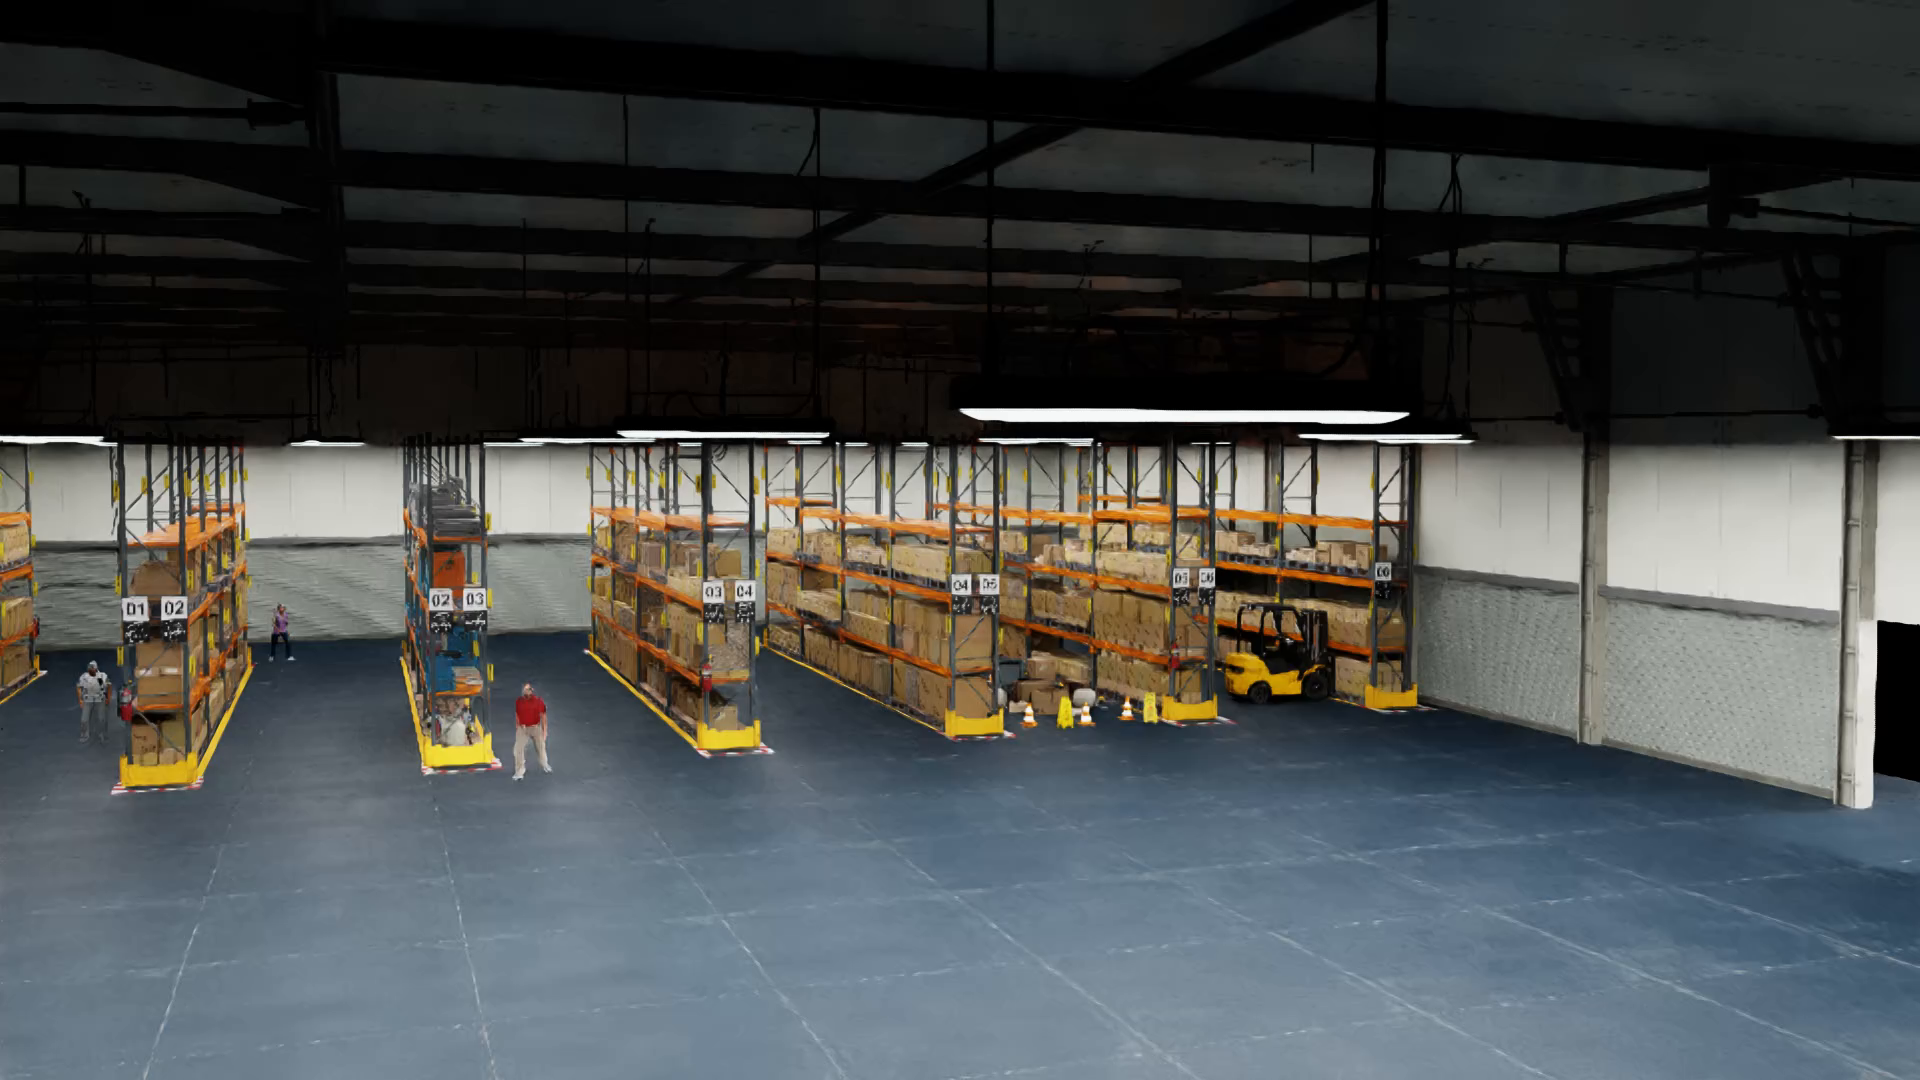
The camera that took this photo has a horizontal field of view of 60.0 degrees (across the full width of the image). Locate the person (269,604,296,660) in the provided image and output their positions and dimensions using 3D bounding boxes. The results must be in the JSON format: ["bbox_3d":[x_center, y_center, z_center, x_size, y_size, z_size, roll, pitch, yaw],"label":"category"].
[{"bbox_3d":[-18.271,2.469,44.717,0.561,1.528,0.777,-3,4,-39],"label":"person"}]

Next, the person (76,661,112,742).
[{"bbox_3d":[-16.817,3.135,32.297,0.625,1.611,0.582,-1,3,-22],"label":"person"}]

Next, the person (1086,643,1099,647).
[{"bbox_3d":[3.892,2.225,47.789,0.540,1.668,0.544,0,3,-3],"label":"person"}]

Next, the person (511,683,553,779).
[{"bbox_3d":[-7.450,3.284,28.880,0.584,1.664,0.974,0,3,1],"label":"person"}]
